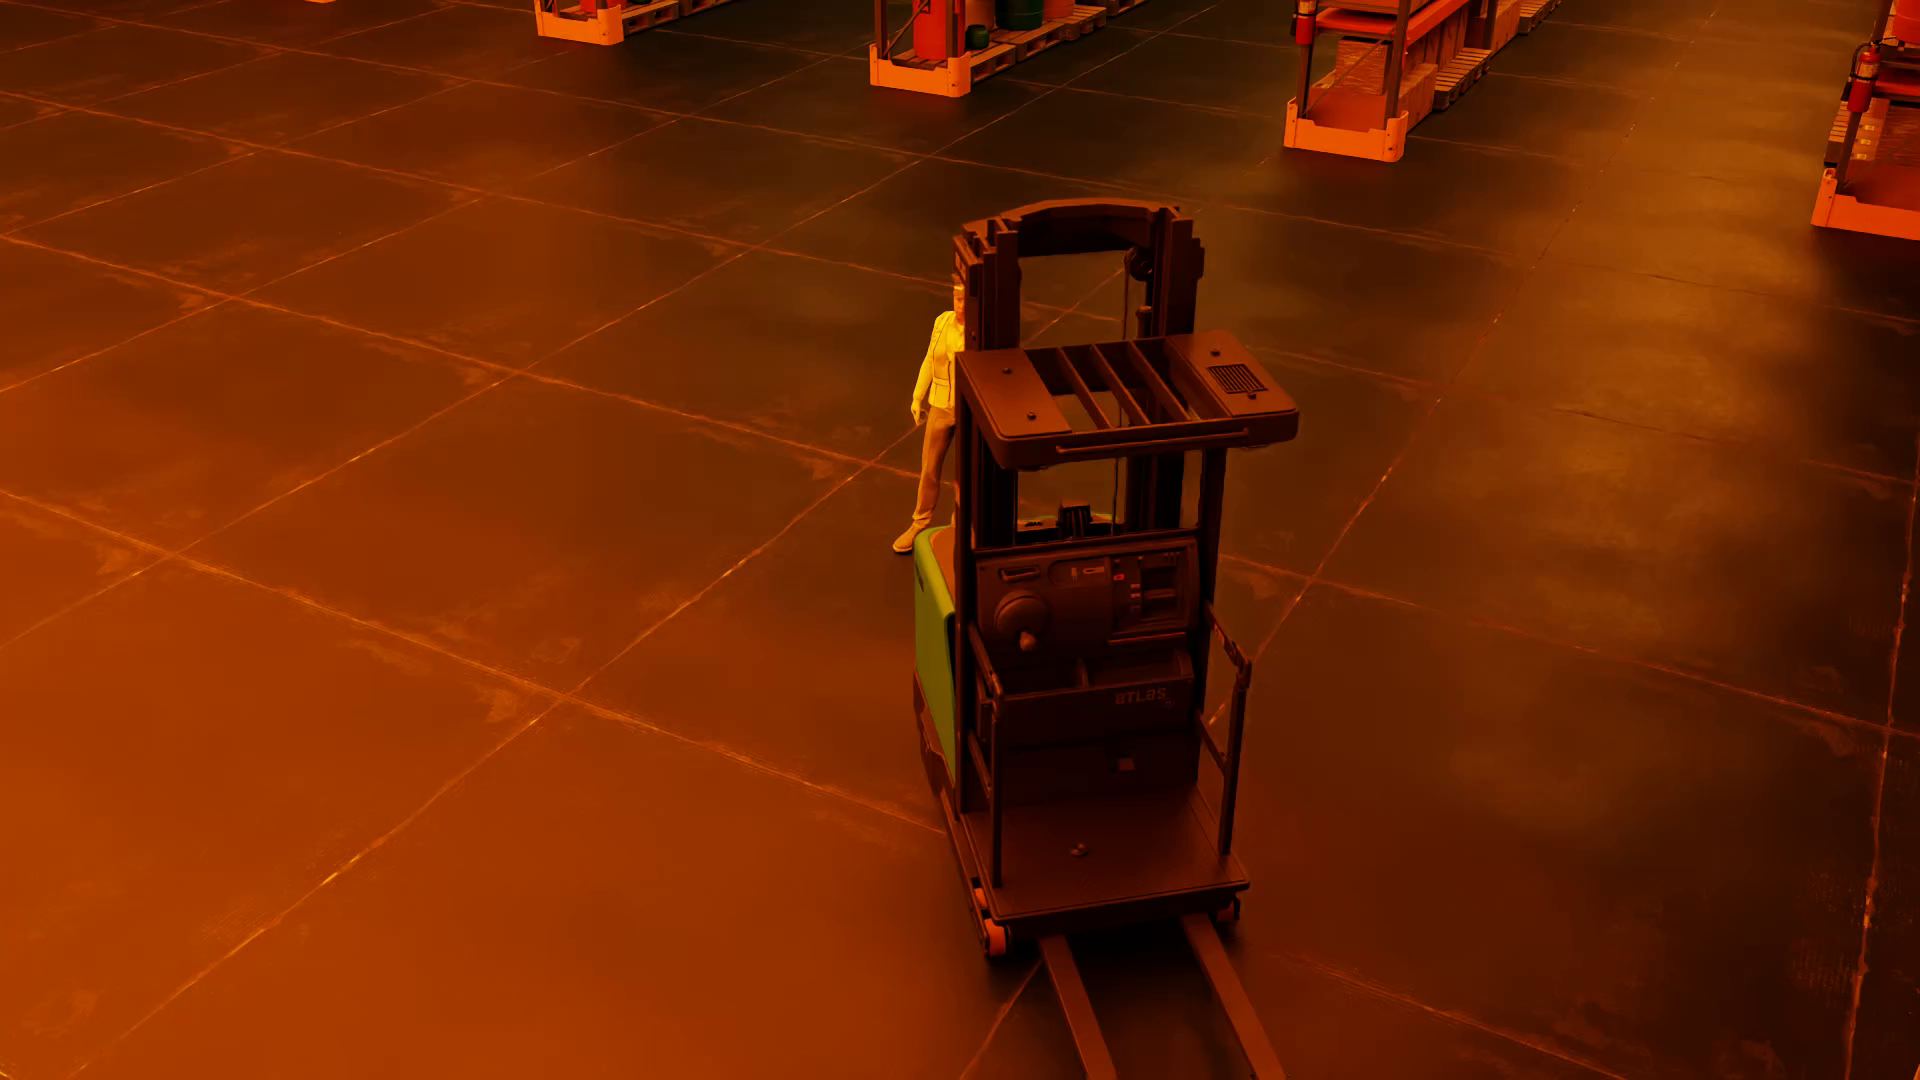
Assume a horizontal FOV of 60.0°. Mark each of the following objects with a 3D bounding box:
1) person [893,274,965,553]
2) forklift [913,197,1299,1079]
[{"bbox_3d":[-0.038,-0.712,9.528,0.588,1.696,0.533,15,33,25],"label":"person"},{"bbox_3d":[0.572,0.274,6.596,1.130,2.935,3.031,-6,31,-10],"label":"forklift"}]
